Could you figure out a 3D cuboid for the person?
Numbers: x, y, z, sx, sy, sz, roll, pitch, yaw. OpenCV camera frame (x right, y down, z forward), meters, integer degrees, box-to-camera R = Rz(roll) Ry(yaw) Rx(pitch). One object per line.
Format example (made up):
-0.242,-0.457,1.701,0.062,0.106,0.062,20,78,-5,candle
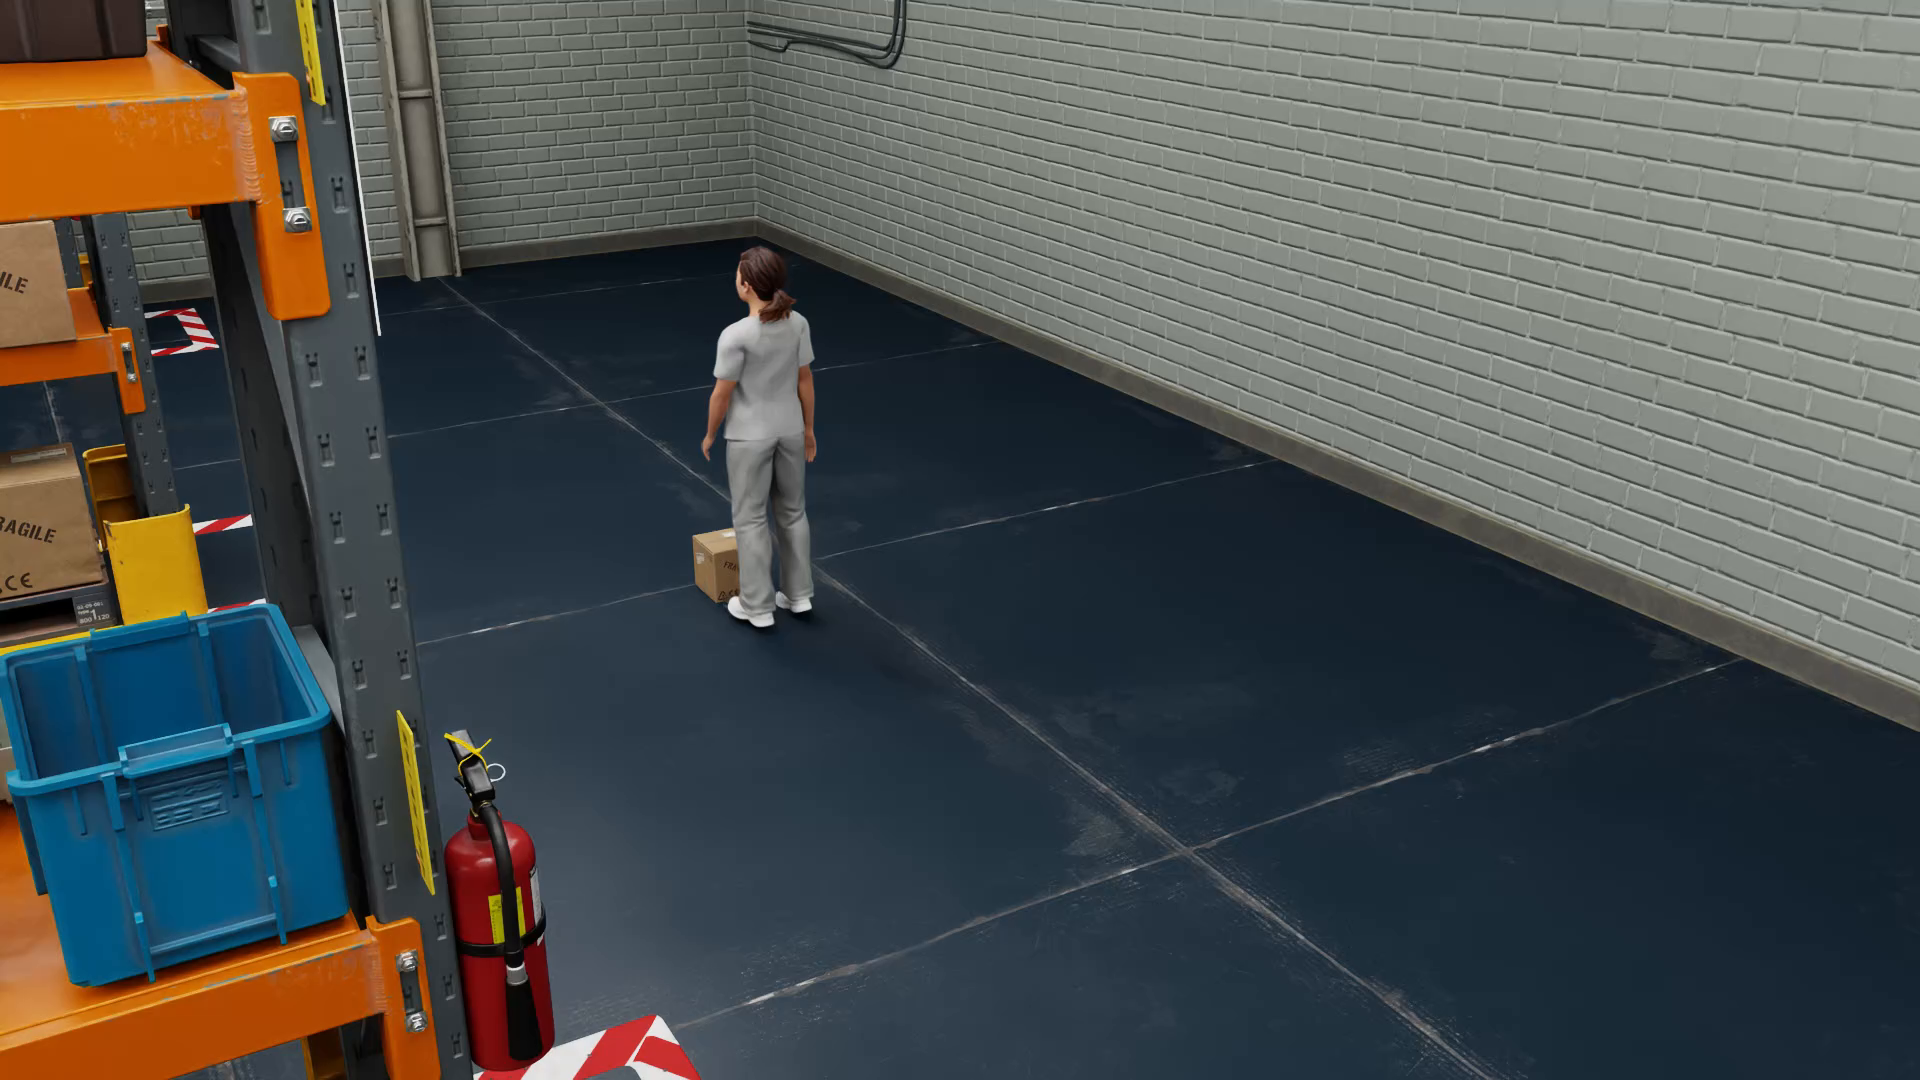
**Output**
-0.845,-0.413,7.090,0.475,1.704,0.455,-15,26,-33,person
